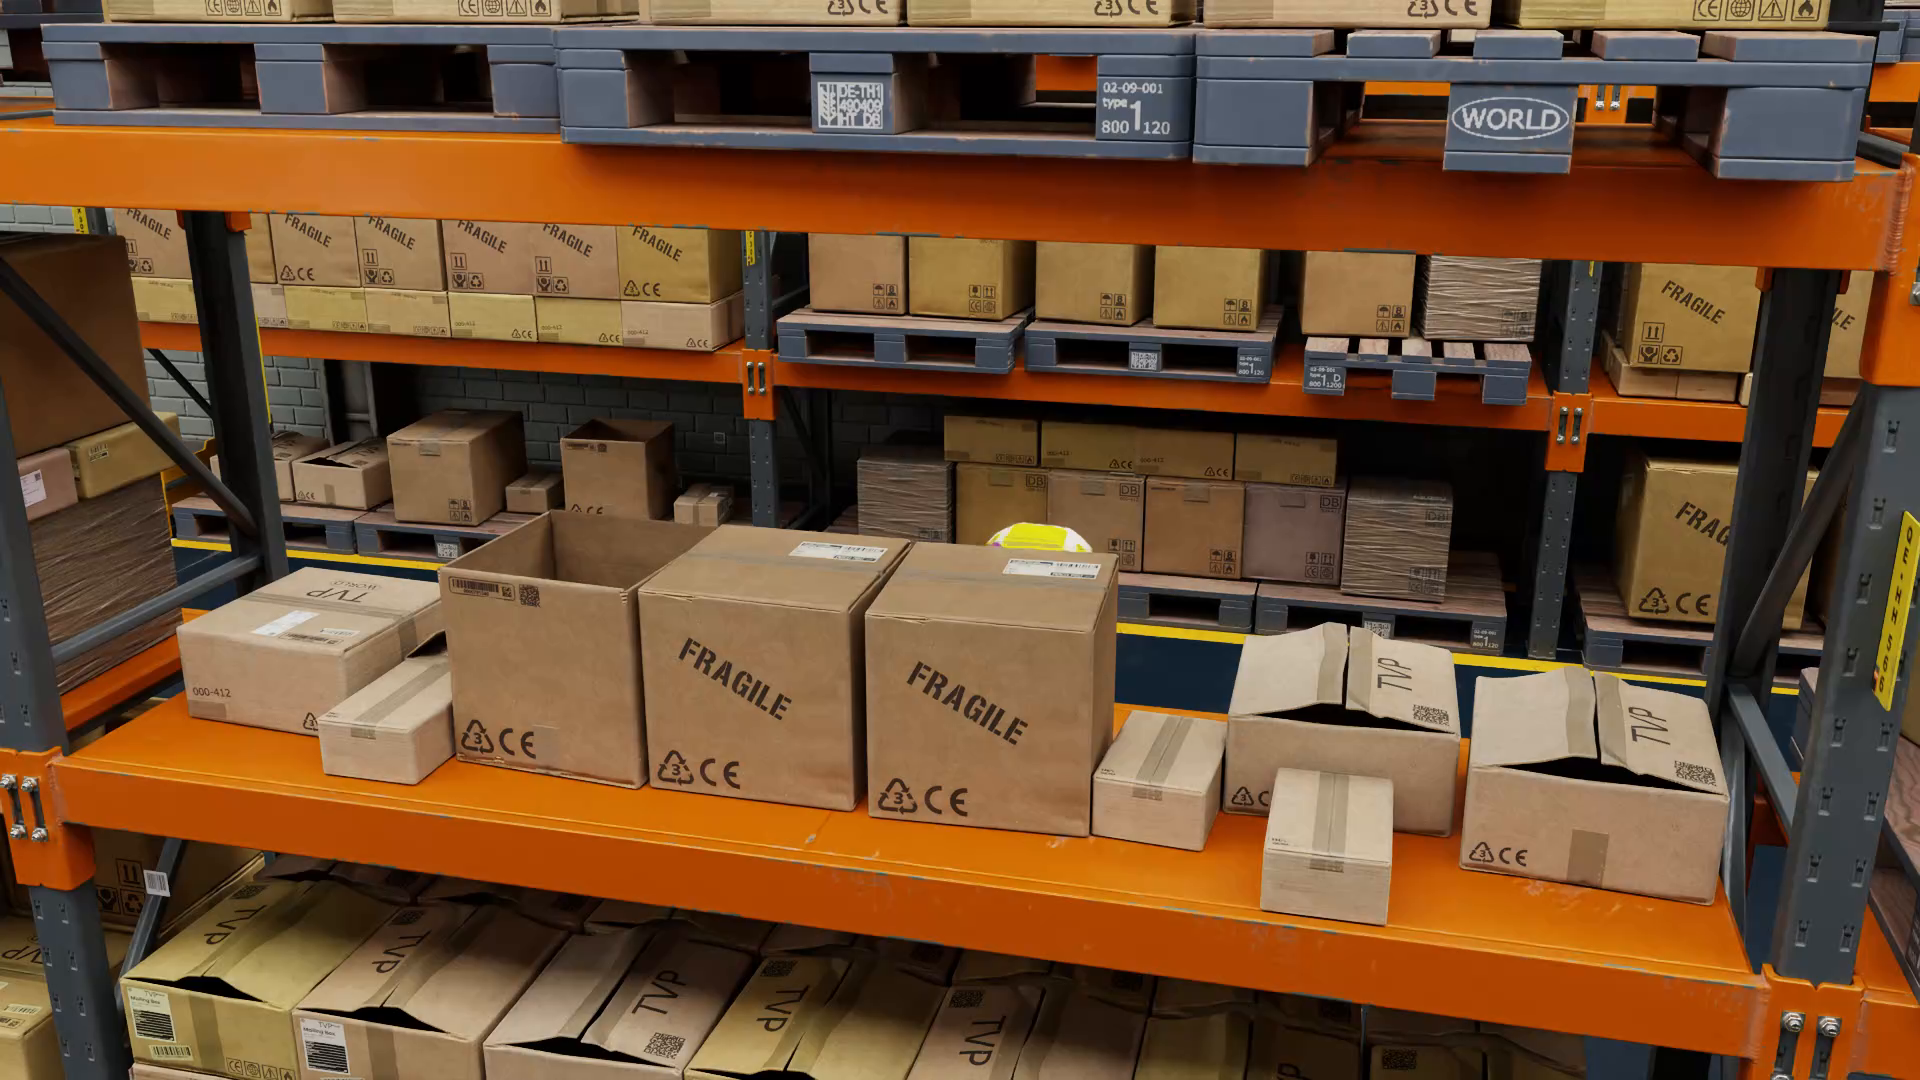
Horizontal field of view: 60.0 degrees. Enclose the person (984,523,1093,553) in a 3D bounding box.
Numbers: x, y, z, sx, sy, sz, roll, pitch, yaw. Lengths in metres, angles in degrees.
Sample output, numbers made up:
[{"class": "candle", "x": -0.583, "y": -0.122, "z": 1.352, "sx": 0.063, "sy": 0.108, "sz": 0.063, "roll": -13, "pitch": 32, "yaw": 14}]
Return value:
[{"class": "person", "x": 0.269, "y": 0.523, "z": 6.457, "sx": 0.477, "sy": 1.119, "sz": 0.979, "roll": 4, "pitch": 19, "yaw": 12}]
